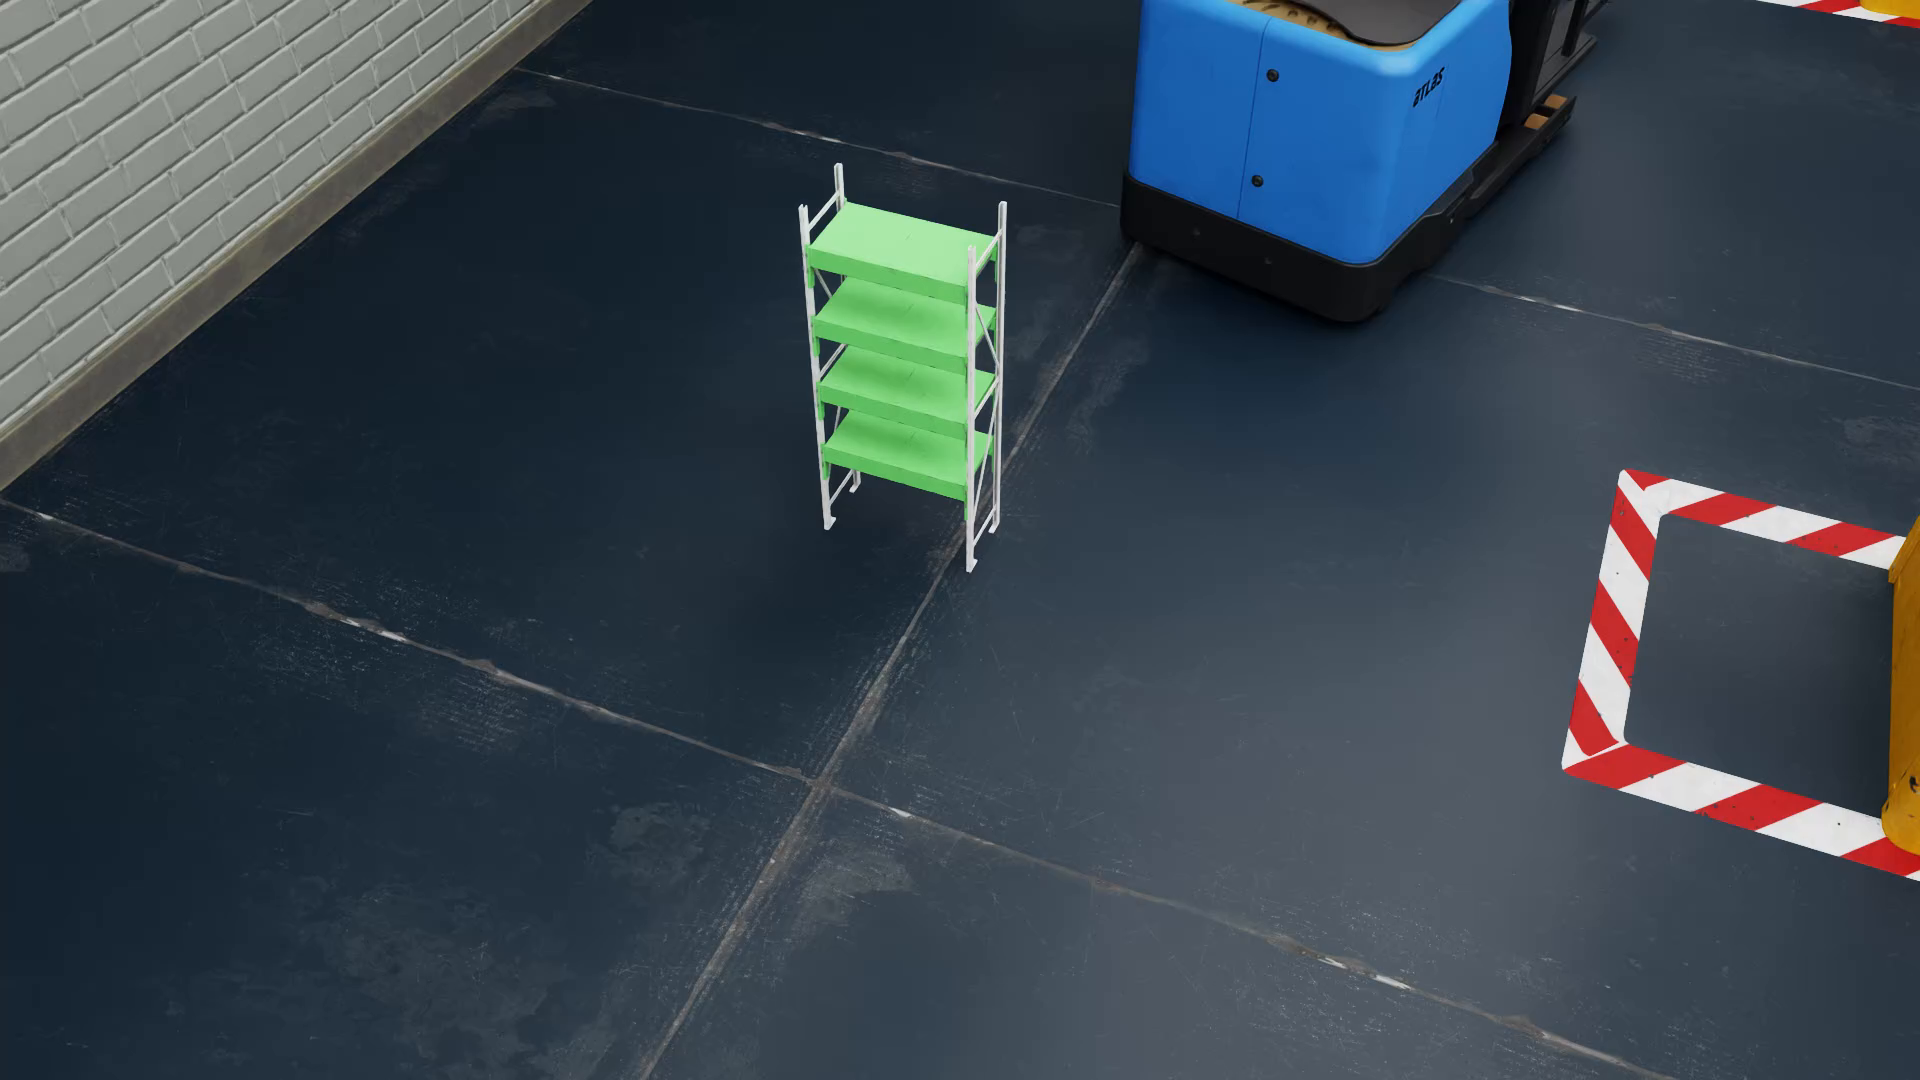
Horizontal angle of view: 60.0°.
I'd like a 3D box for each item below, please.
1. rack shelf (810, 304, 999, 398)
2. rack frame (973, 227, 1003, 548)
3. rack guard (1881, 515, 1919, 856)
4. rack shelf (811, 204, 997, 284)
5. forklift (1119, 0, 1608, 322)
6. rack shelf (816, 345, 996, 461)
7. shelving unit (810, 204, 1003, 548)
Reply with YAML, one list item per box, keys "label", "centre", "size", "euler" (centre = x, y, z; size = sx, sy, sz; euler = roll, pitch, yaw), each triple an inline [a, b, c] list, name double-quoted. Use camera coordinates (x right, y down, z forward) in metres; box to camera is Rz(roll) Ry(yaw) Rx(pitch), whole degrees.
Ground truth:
- label: "rack shelf"
  centre: [-0.153, -0.595, 4.748]
  size: [0.480, 0.148, 0.258]
  euler: [16, 47, 16]
- label: "rack frame"
  centre: [0.073, -0.405, 4.806]
  size: [0.006, 1.046, 0.228]
  euler: [16, 47, 16]
- label: "rack guard"
  centre: [2.841, 0.299, 4.595]
  size: [0.348, 0.500, 1.175]
  euler: [16, 47, 16]
- label: "rack shelf"
  centre: [-0.153, -0.803, 4.541]
  size: [0.457, 0.021, 0.221]
  euler: [16, 47, 16]
- label: "forklift"
  centre: [1.900, -2.808, 5.995]
  size: [1.130, 2.935, 3.031]
  euler: [28, 51, 25]
- label: "rack shelf"
  centre: [-0.153, -0.425, 4.917]
  size: [0.480, 0.148, 0.258]
  euler: [16, 47, 16]
- label: "shelving unit"
  centre: [-0.149, -0.469, 4.871]
  size: [0.487, 1.046, 0.258]
  euler: [16, 47, 16]
